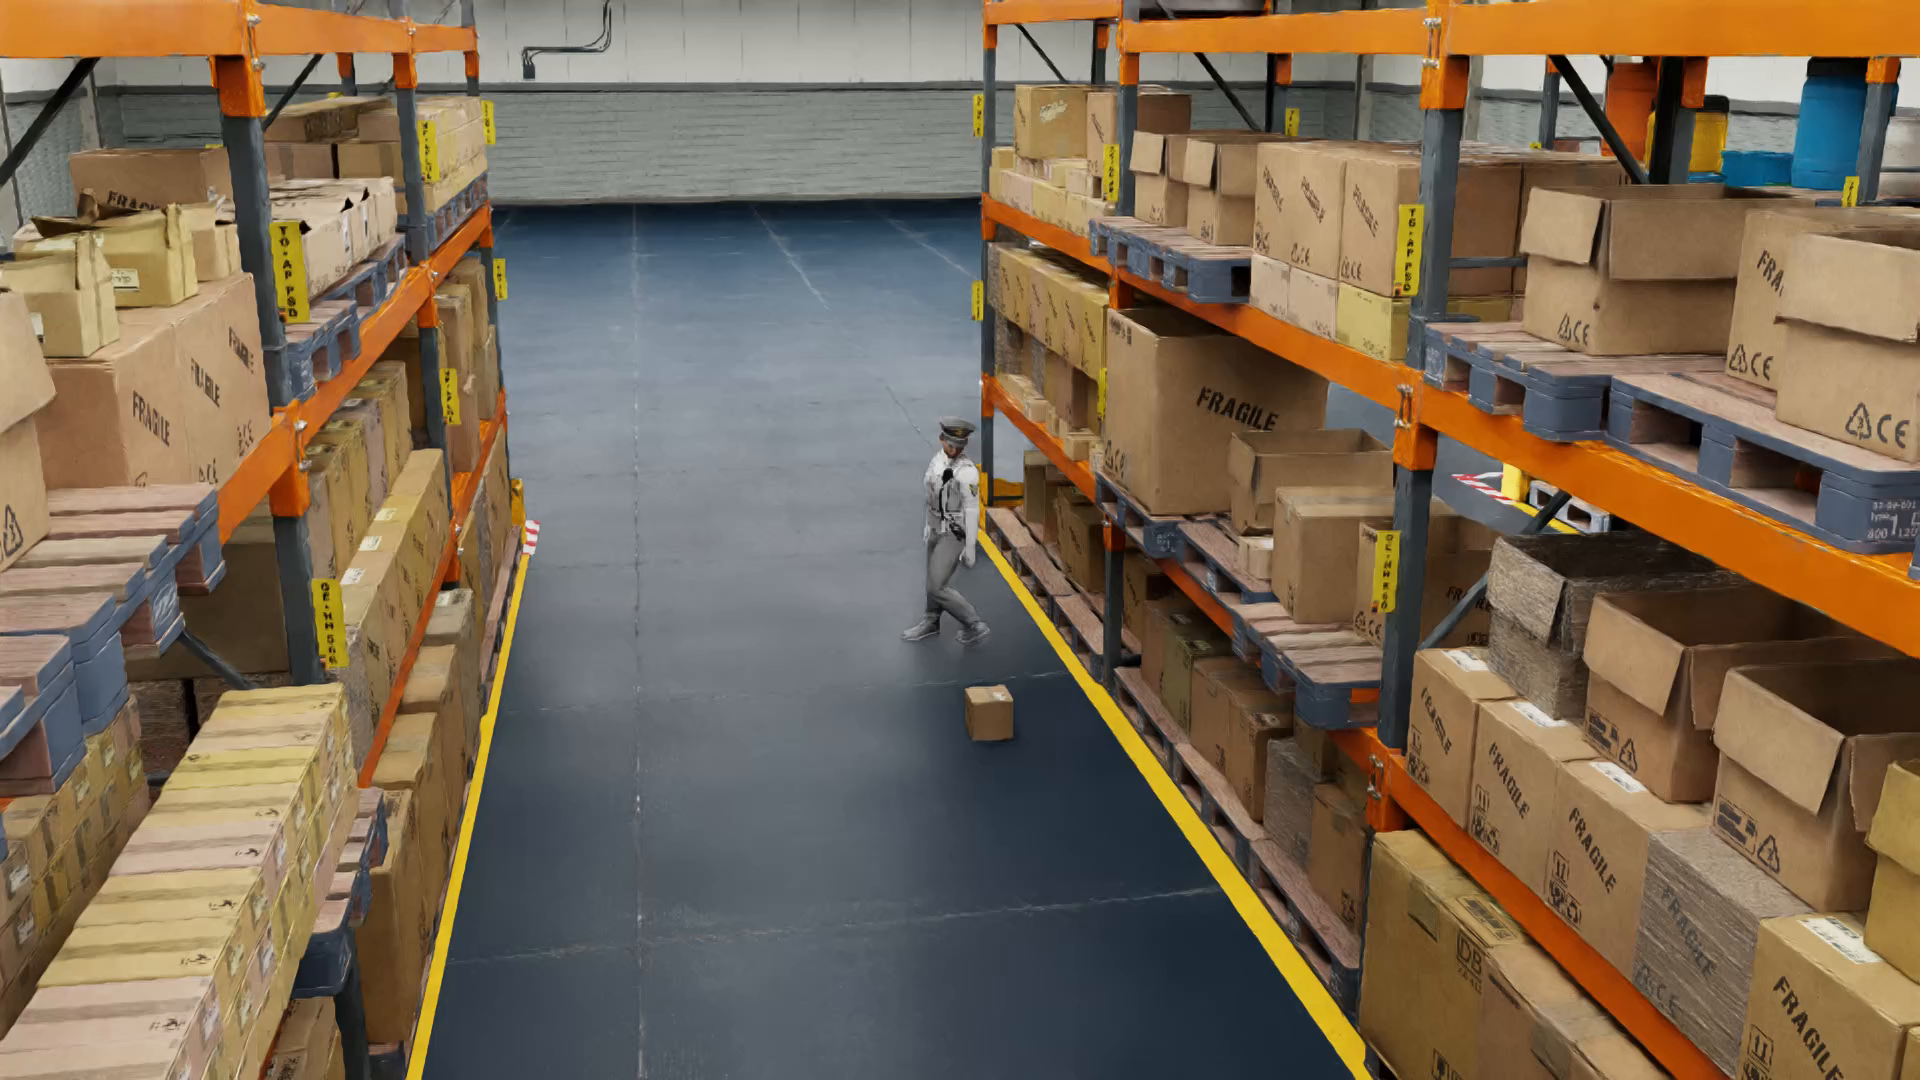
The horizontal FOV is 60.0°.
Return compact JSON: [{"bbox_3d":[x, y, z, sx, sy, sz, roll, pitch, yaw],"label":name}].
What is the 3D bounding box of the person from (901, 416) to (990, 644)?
[{"bbox_3d":[-0.098,-0.049,11.239,0.478,1.641,0.617,-6,18,-20],"label":"person"}]
